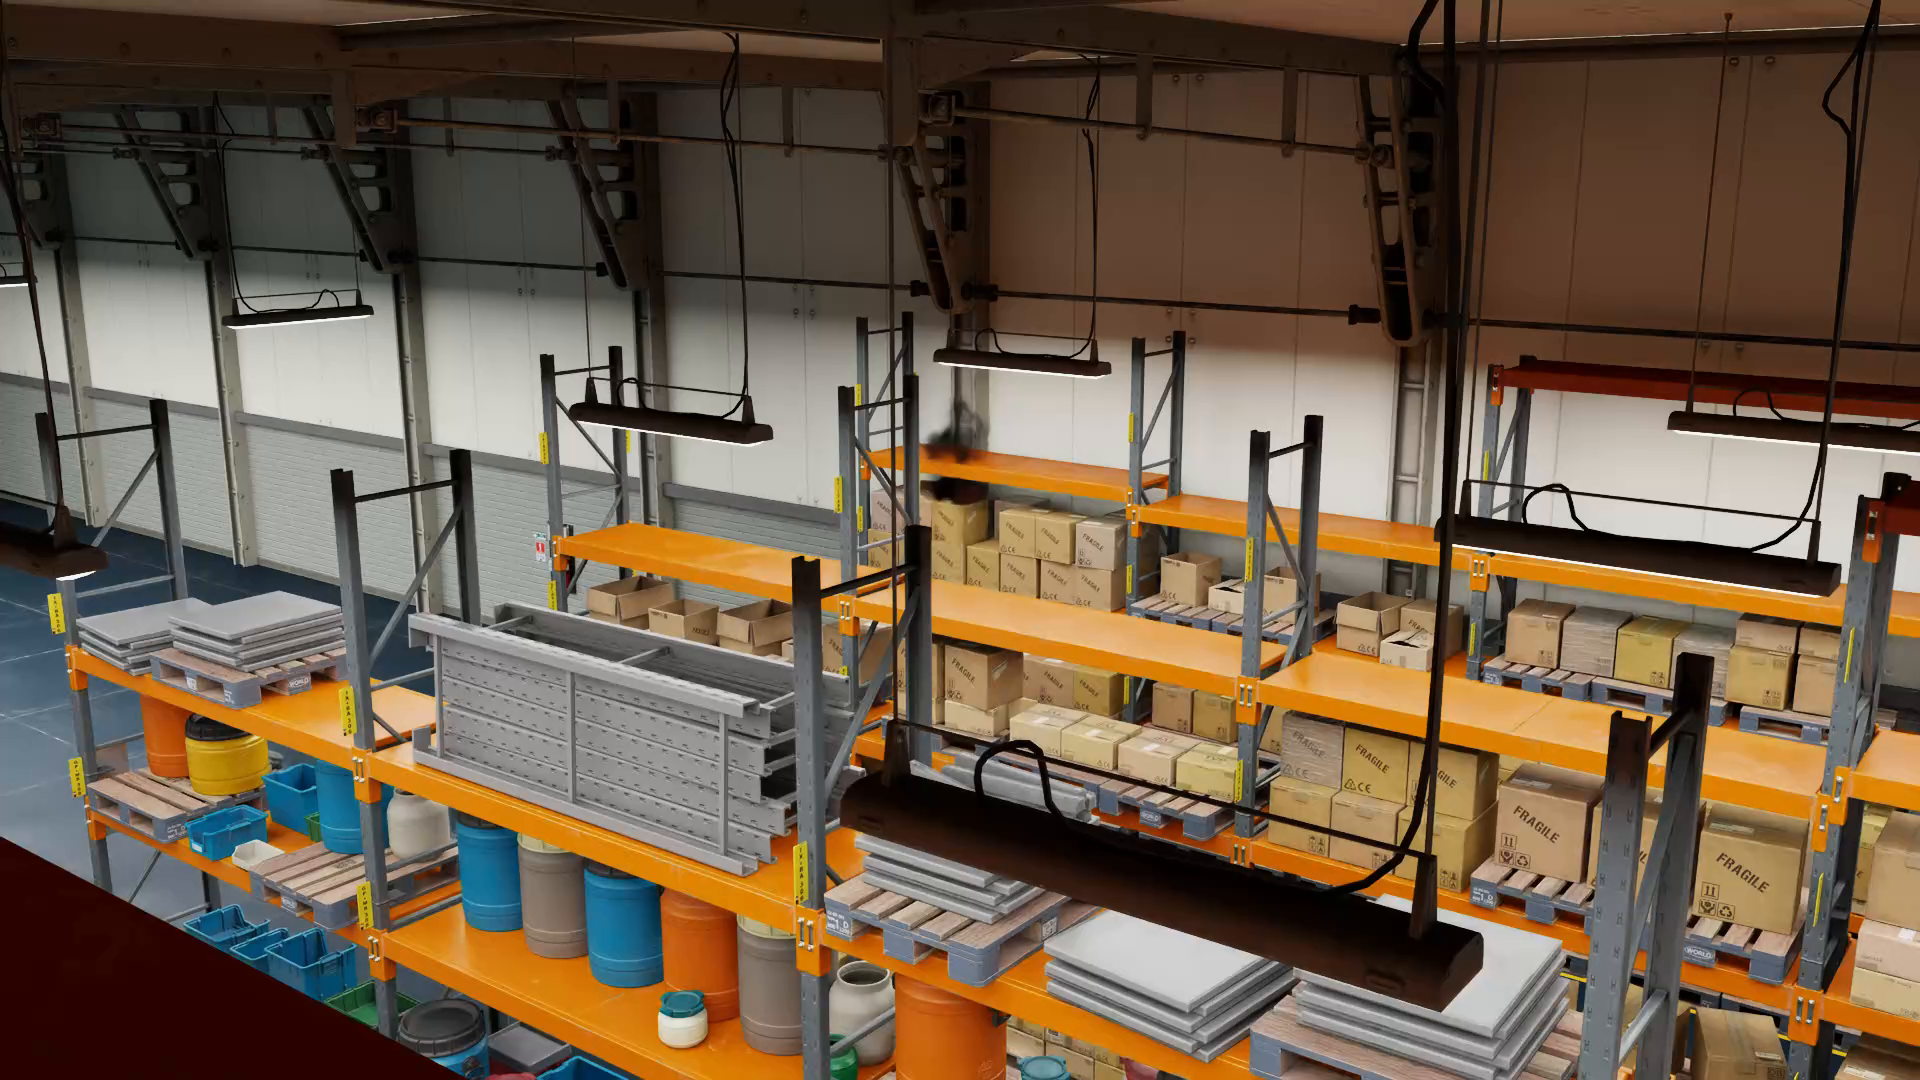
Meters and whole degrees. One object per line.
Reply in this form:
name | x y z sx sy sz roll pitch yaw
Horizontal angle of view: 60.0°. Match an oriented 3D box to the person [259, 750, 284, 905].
person | -7.426 3.118 18.158 0.738 1.771 0.624 -6 15 -26
